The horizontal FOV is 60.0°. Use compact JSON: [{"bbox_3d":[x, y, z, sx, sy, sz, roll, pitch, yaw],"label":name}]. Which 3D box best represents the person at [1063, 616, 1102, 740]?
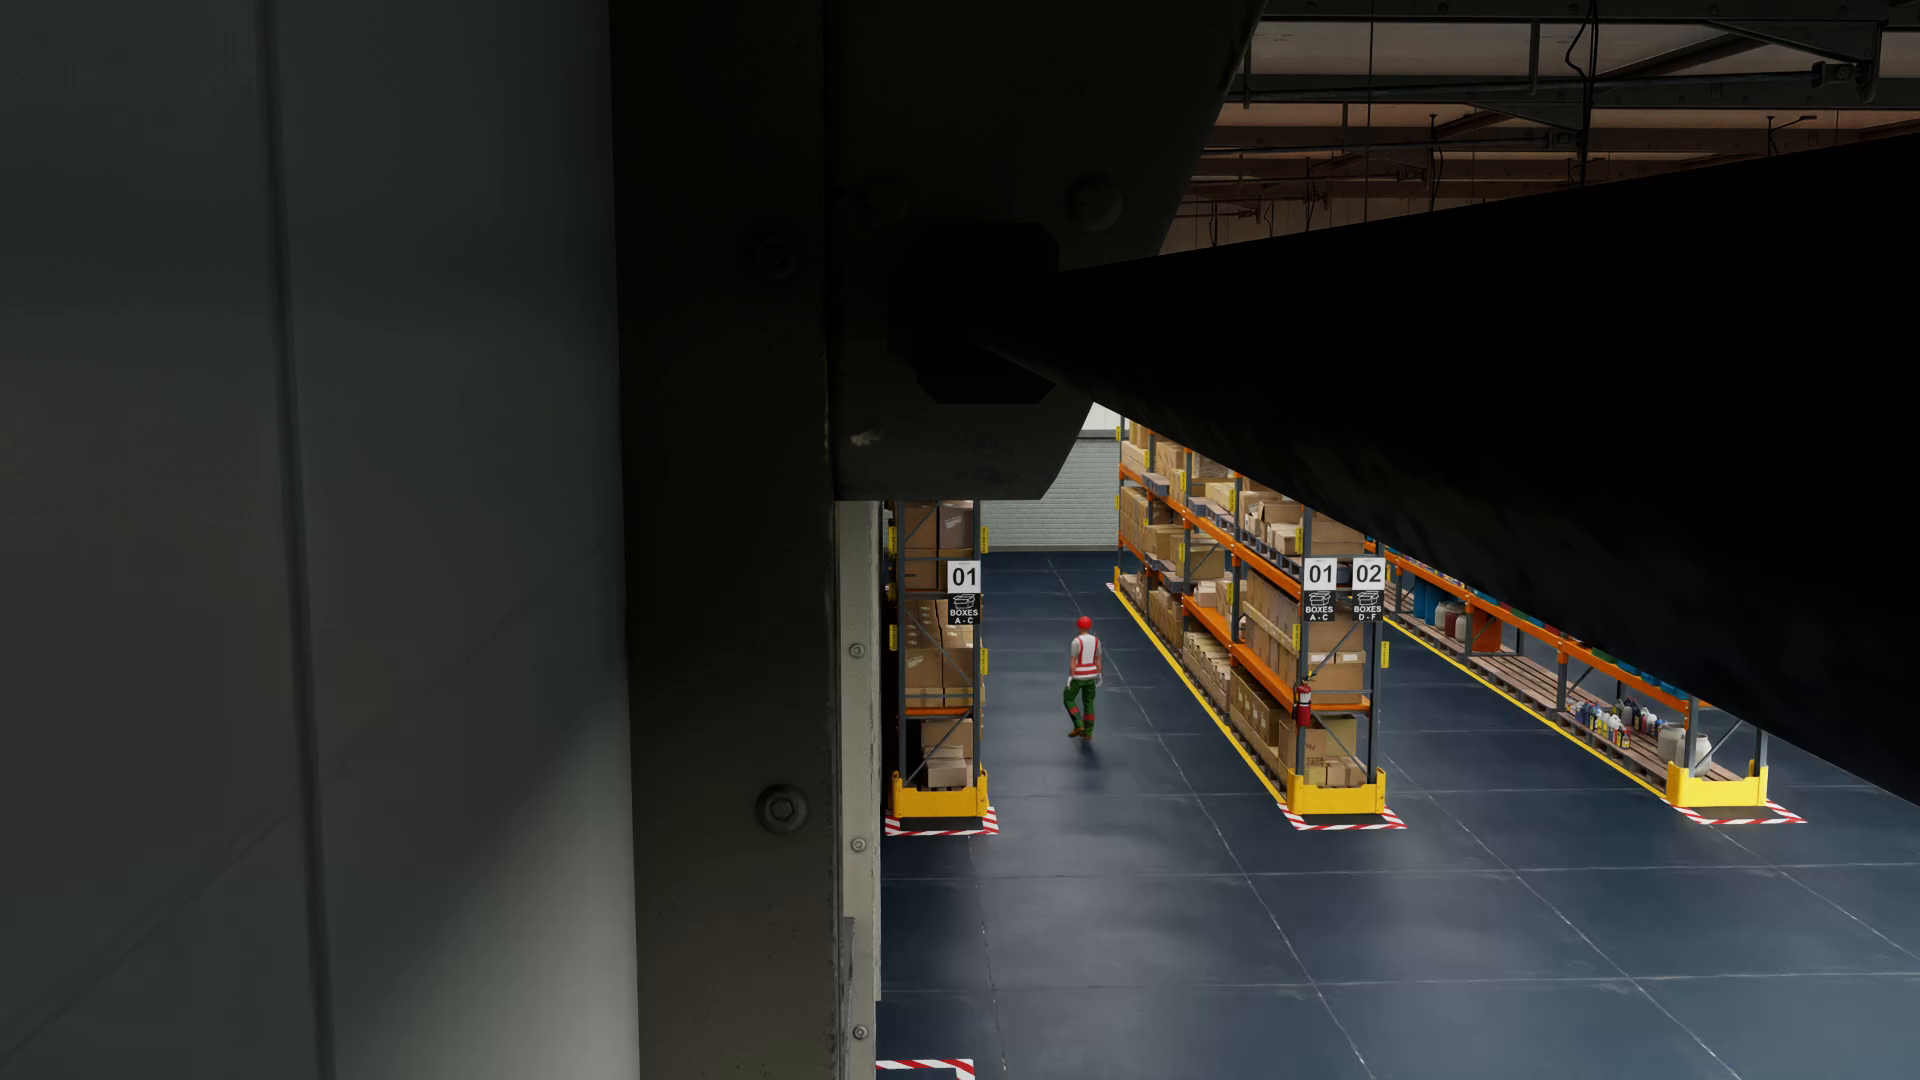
[{"bbox_3d":[1.797,1.994,24.054,0.602,1.791,0.467,-4,9,-28],"label":"person"}]
